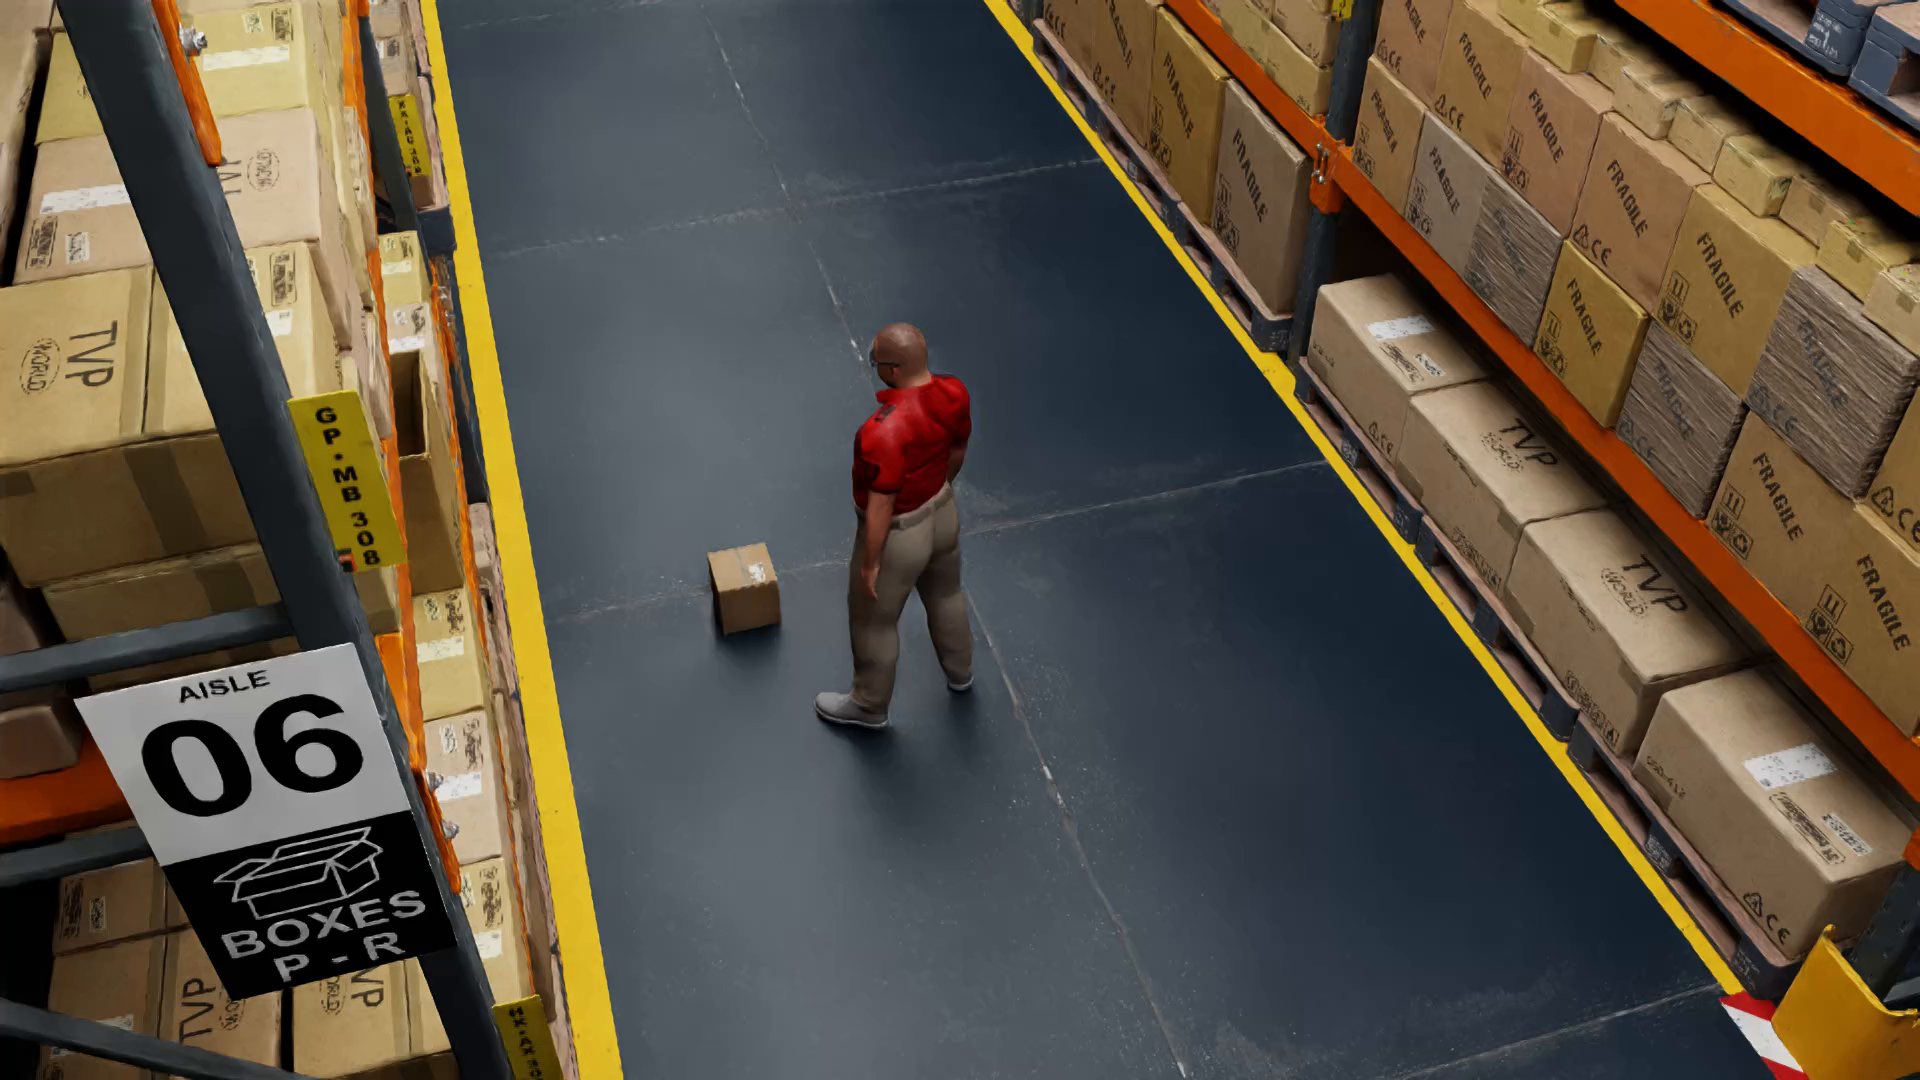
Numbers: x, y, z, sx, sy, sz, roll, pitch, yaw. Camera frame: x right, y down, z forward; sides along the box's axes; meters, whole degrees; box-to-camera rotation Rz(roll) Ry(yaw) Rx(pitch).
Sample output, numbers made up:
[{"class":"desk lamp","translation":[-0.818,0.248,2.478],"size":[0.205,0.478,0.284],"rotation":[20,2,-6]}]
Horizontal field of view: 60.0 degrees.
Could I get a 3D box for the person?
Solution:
[{"class":"person","translation":[-0.226,-0.046,6.194],"size":[0.455,1.731,0.683],"rotation":[27,48,26]}]
